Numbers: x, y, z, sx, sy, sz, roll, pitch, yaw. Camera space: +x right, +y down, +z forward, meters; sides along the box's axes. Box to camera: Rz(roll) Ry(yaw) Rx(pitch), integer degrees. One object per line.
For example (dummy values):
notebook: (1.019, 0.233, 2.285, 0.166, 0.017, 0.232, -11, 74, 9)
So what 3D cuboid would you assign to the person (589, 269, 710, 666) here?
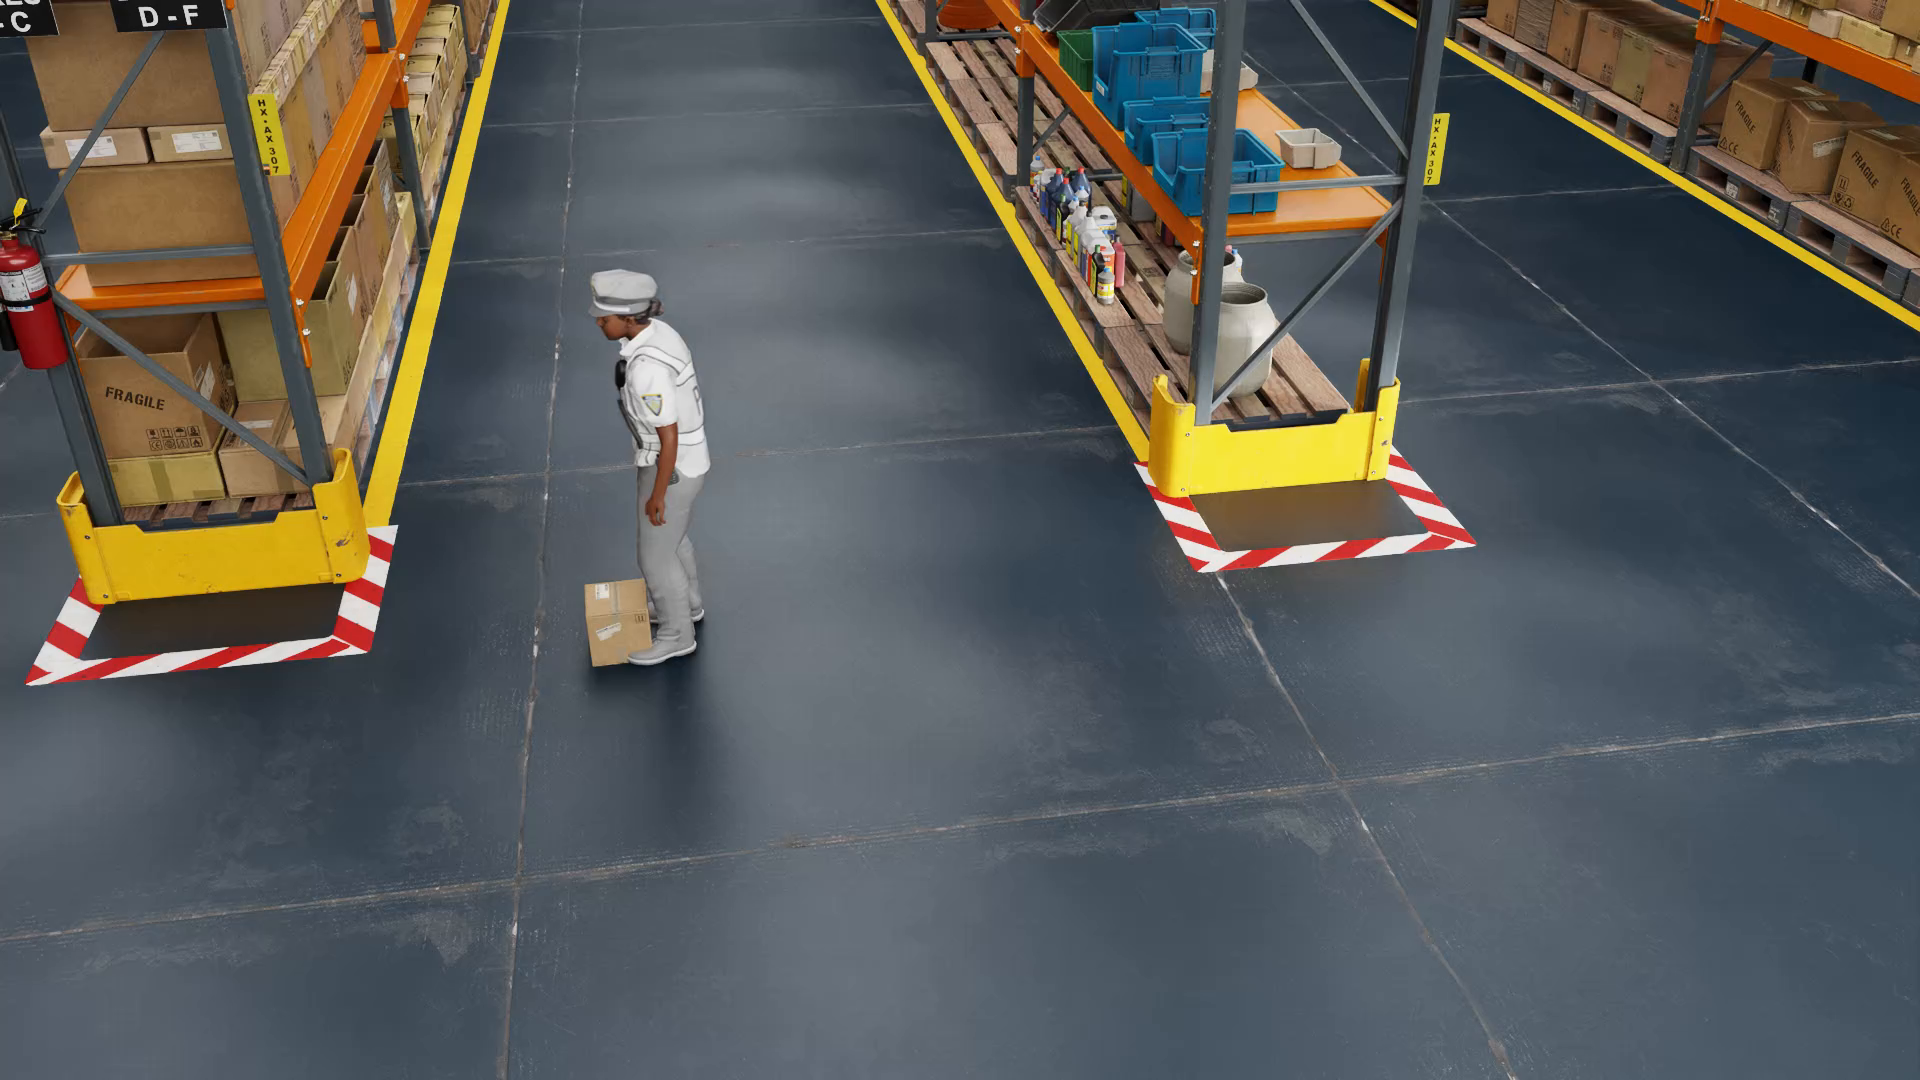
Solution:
person: (-1.206, -0.286, 6.611, 0.417, 1.659, 0.521, -6, 31, -10)
